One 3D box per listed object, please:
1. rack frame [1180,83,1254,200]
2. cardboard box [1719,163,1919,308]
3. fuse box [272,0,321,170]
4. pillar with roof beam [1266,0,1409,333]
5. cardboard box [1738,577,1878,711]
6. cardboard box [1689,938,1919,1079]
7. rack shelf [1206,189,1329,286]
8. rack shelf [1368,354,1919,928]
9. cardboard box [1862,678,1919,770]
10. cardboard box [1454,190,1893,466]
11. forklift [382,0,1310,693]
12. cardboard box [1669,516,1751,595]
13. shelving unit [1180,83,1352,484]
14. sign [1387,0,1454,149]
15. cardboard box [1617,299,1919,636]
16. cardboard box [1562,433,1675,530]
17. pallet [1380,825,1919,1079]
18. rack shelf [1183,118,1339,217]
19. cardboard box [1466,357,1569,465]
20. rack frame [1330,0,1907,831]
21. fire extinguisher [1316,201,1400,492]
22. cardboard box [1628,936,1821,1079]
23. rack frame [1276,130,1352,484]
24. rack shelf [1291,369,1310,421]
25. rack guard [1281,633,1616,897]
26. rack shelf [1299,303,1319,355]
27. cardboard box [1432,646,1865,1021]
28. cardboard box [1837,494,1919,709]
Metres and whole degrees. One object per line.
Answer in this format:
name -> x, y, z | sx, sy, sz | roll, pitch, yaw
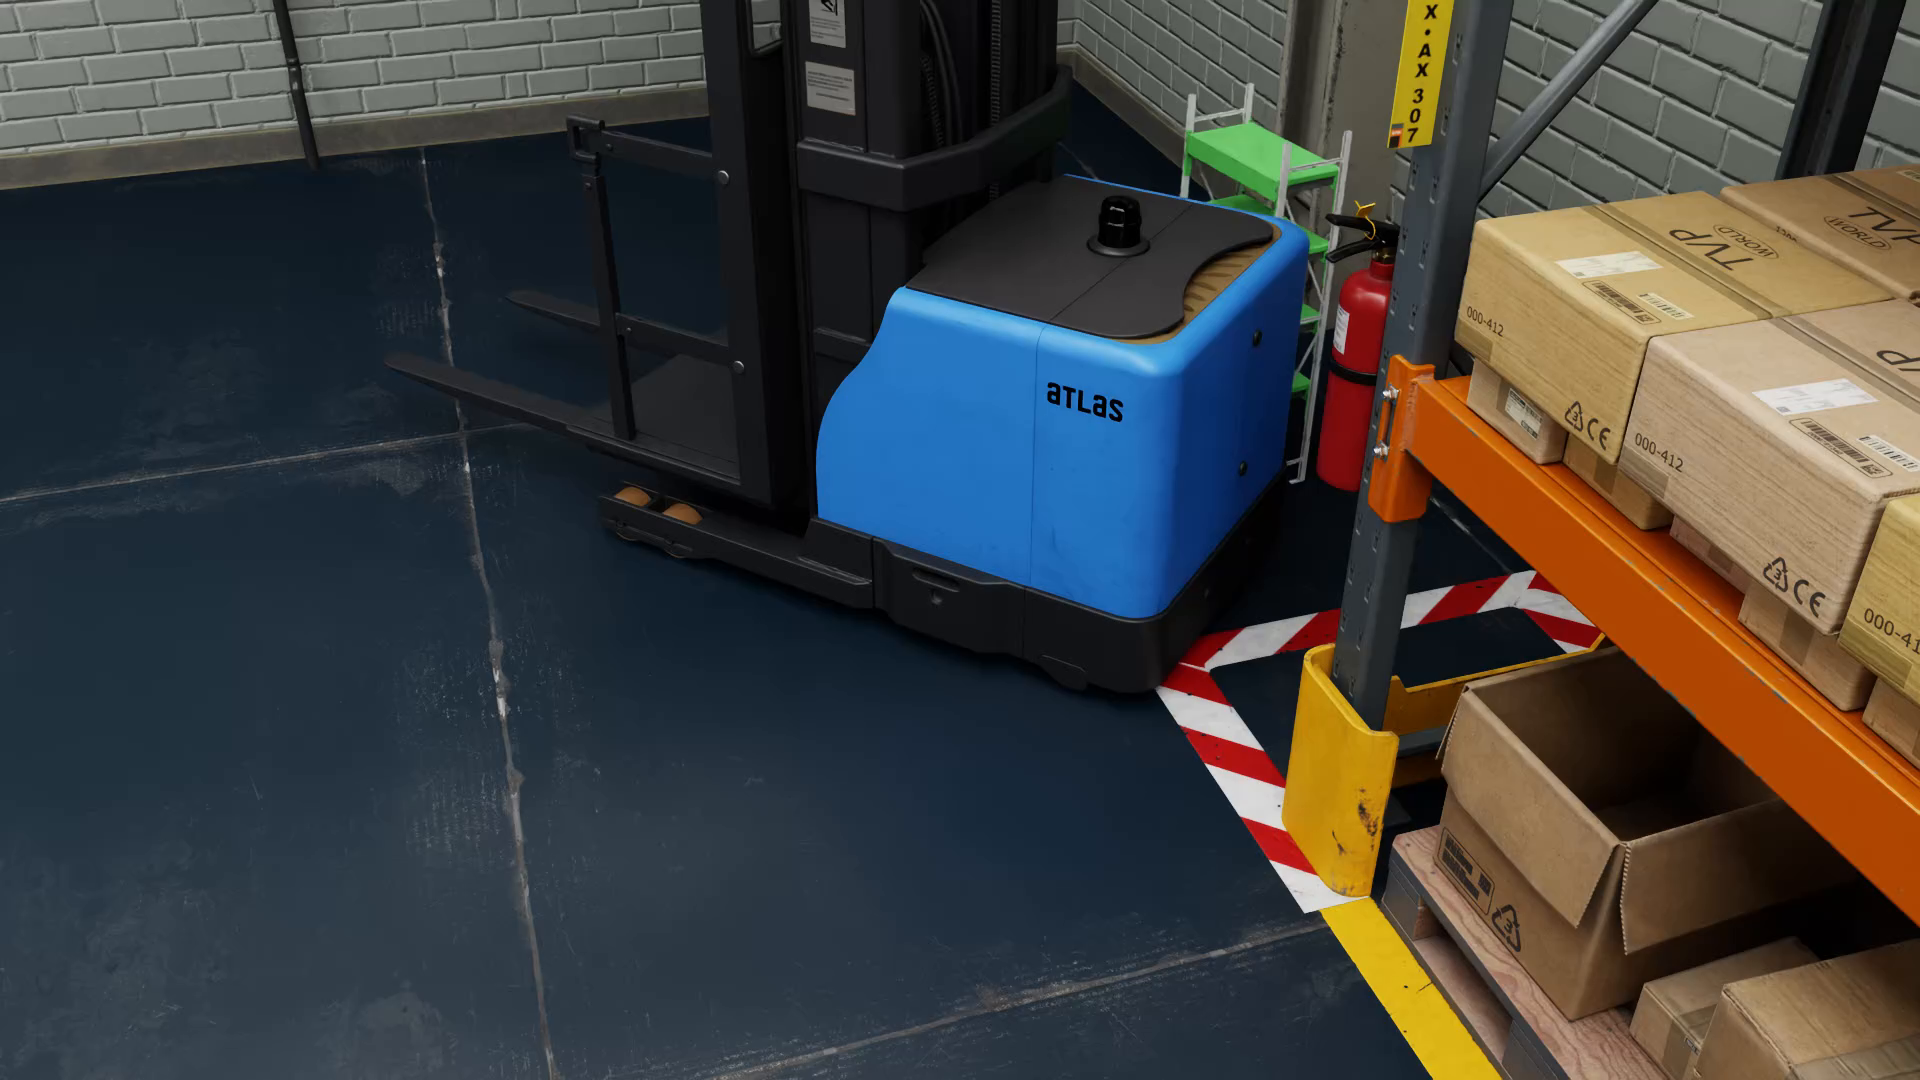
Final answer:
rack frame -> 0.817, -0.911, 5.539 | 0.240, 1.200, 0.015 | -16, 37, -23
cardboard box -> 1.771, -0.483, 3.127 | 0.500, 0.250, 0.500 | -9, 35, -13
fuse box -> -3.045, -2.478, 7.447 | 0.539, 1.711, 0.414 | -10, 35, -15
pillar with roof beam -> -2.686, -3.965, 3.088 | 9.100, 9.000, 0.400 | -10, 35, -15
cardboard box -> 1.471, 0.106, 2.597 | 0.380, 0.149, 0.250 | -9, 34, -13
cardboard box -> 1.698, 1.041, 2.840 | 0.700, 0.500, 0.500 | -9, 34, -13
rack shelf -> 0.931, -0.939, 5.262 | 0.258, 0.148, 0.480 | -16, 37, -23
rack shelf -> 1.988, 0.732, 2.075 | 1.077, 0.370, 4.000 | -10, 35, -15
cardboard box -> 1.557, 0.244, 2.387 | 0.380, 0.149, 0.250 | -9, 35, -14
cardboard box -> 1.260, -0.397, 2.996 | 0.500, 0.250, 0.500 | -10, 35, -14
forklift -> -0.540, -1.397, 4.706 | 3.031, 2.935, 1.130 | 18, 37, 25
cardboard box -> 1.452, -0.037, 2.813 | 0.380, 0.149, 0.250 | -10, 35, -15
shelving unit -> 0.930, -0.792, 5.359 | 0.258, 1.200, 0.503 | -16, 37, -23
sign -> 0.861, -0.889, 3.089 | 0.100, 0.325, 0.005 | -10, 35, -15
cardboard box -> 1.414, -0.132, 2.595 | 0.500, 0.250, 0.500 | -10, 35, -14
cardboard box -> 1.339, -0.169, 3.013 | 0.380, 0.149, 0.250 | -9, 35, -14
pallet -> 1.645, 1.003, 3.541 | 1.003, 0.211, 1.213 | -10, 35, -15
rack shelf -> 0.931, -1.139, 5.130 | 0.258, 0.148, 0.480 | -16, 37, -23
cardboard box -> 1.217, -0.295, 3.204 | 0.380, 0.149, 0.250 | -10, 35, -15
rack frame -> 1.378, -0.619, 3.465 | 1.000, 3.000, 0.127 | -10, 35, -15
fire extinguisher -> 0.893, -0.430, 3.589 | 0.296, 0.674, 0.183 | -10, 35, -15
cardboard box -> 1.567, 0.962, 3.278 | 0.380, 0.149, 0.250 | -11, 35, -17
rack frame -> 1.042, -0.672, 5.178 | 0.240, 1.200, 0.015 | -16, 37, -23
rack shelf -> 0.929, -0.538, 5.526 | 0.258, 0.148, 0.480 | -16, 37, -23
rack guard -> 1.401, 0.464, 4.094 | 1.175, 0.500, 0.348 | -10, 35, -15
rack shelf -> 0.930, -0.738, 5.394 | 0.258, 0.148, 0.480 | -16, 37, -23
cardboard box -> 1.475, 0.585, 3.528 | 0.797, 0.503, 0.637 | -11, 35, -17
cardboard box -> 1.572, 0.134, 2.193 | 0.500, 0.250, 0.500 | -11, 35, -16
